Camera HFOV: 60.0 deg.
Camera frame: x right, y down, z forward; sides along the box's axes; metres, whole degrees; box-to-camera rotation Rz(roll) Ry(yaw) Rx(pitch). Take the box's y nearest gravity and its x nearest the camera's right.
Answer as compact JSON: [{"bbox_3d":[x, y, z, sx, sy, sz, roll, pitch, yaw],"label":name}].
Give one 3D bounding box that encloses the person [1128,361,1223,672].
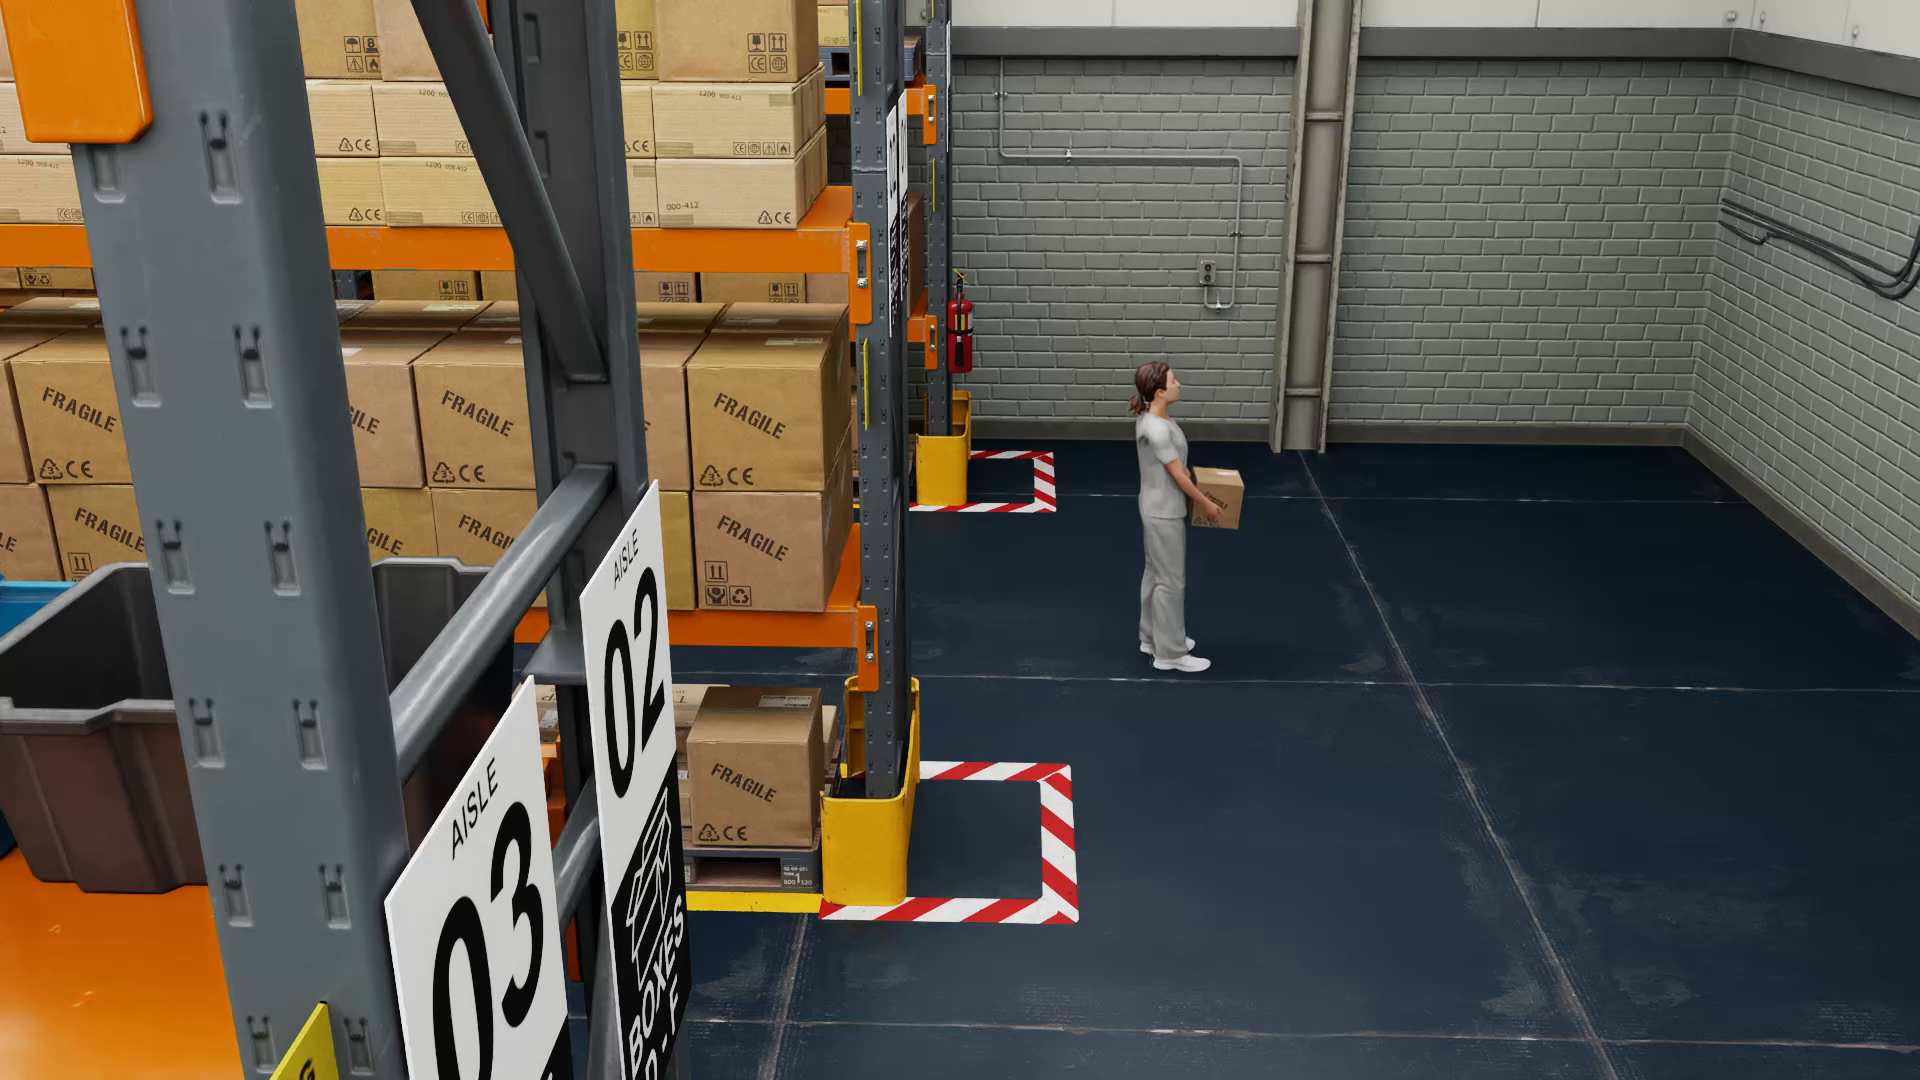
[{"bbox_3d":[1.141,-0.143,8.955,0.525,1.677,0.467,1,21,2],"label":"person"}]
